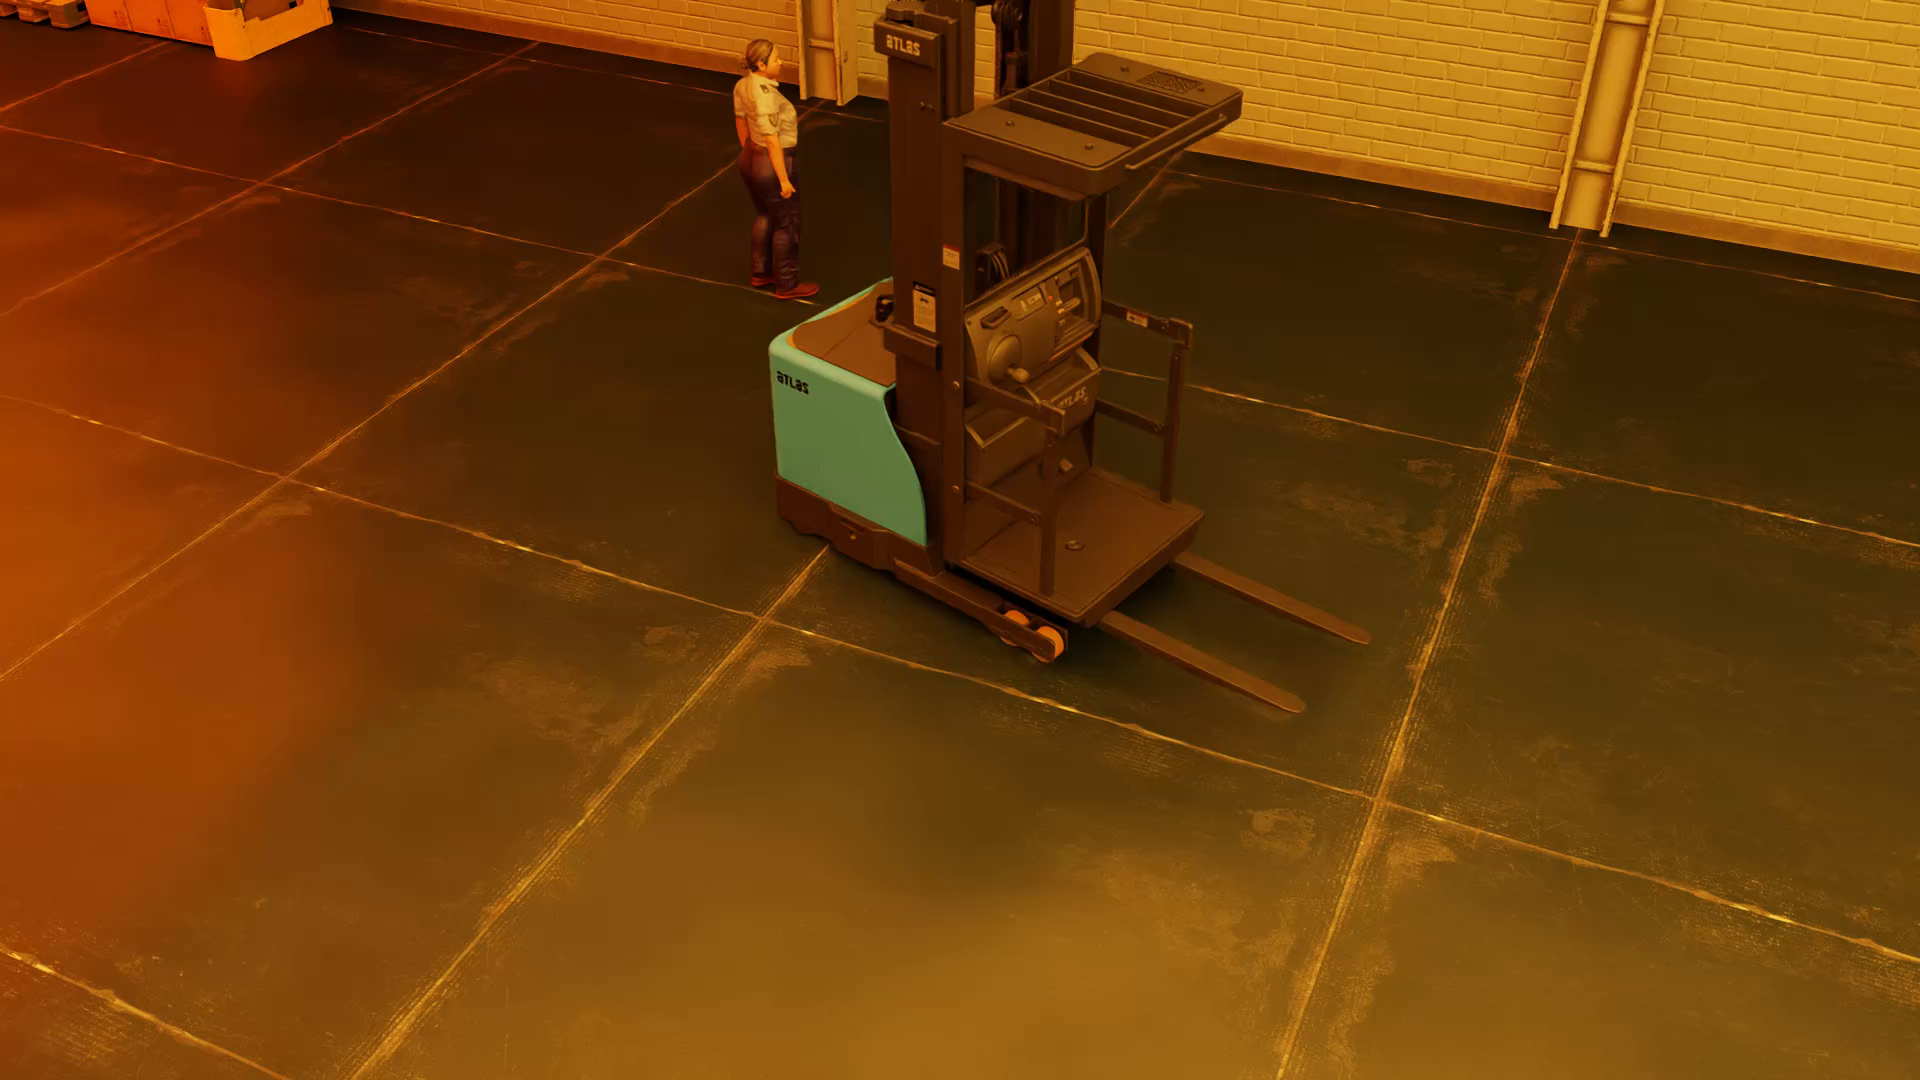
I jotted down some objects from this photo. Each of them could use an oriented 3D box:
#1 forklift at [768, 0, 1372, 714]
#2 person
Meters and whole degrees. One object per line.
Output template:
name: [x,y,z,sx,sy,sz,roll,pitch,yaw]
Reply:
forklift: [0.503,-0.970,7.446,3.031,2.935,1.130,25,43,31]
person: [-1.175,-2.335,10.470,0.379,1.651,0.549,-20,40,-26]
